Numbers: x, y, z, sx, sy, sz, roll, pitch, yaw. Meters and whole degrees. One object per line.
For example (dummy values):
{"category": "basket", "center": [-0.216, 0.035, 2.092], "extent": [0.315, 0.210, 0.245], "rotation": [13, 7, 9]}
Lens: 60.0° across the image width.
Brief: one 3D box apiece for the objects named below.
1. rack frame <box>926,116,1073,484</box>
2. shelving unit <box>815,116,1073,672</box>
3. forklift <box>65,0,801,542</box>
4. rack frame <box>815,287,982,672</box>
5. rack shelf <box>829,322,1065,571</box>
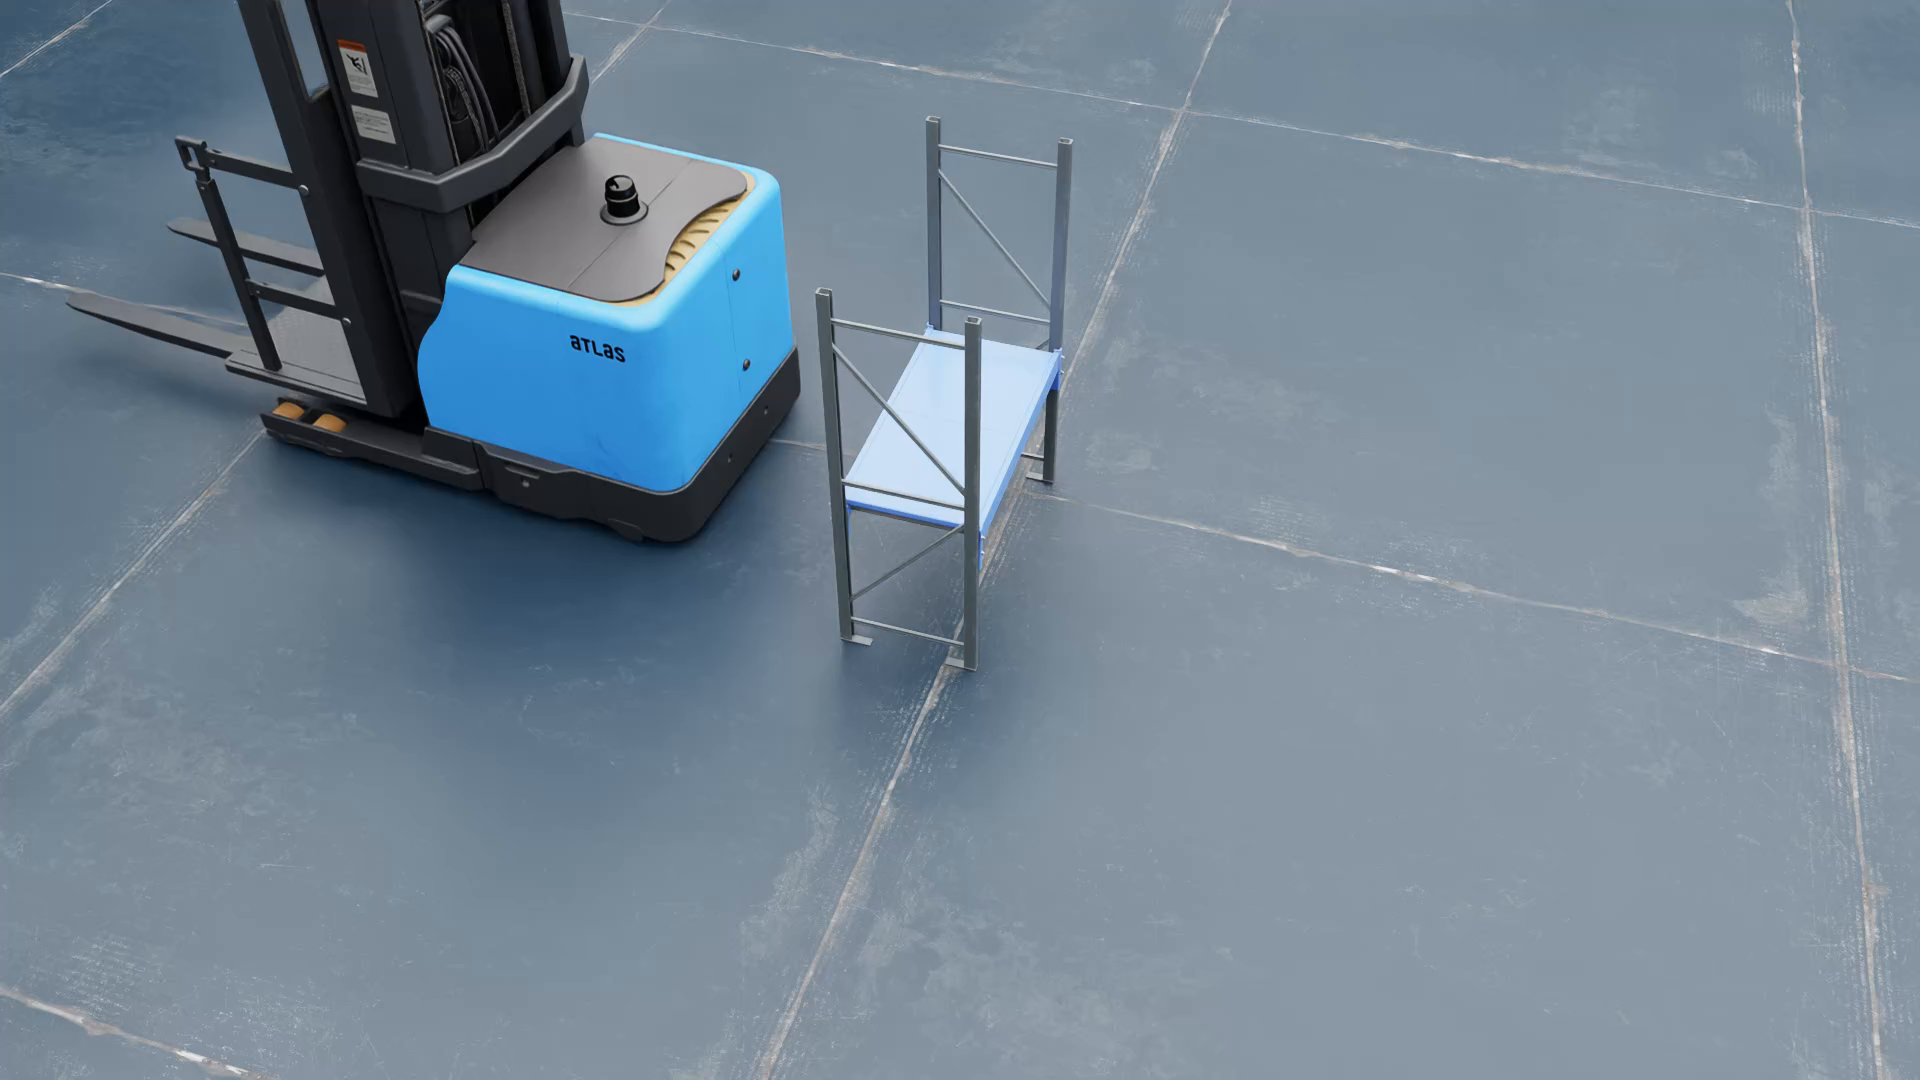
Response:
{"category": "rack frame", "center": [0.128, -0.818, 6.014], "extent": [0.500, 1.500, 0.032], "rotation": [13, 46, 12]}
{"category": "shelving unit", "center": [-0.026, -0.479, 5.667], "extent": [0.538, 1.500, 1.048], "rotation": [13, 46, 12]}
{"category": "forklift", "center": [-2.215, -1.704, 5.895], "extent": [3.031, 2.935, 1.130], "rotation": [16, 47, 16]}
{"category": "rack frame", "center": [-0.180, -0.140, 5.321], "extent": [0.500, 1.500, 0.032], "rotation": [13, 46, 12]}
{"category": "rack shelf", "center": [-0.026, -0.351, 5.793], "extent": [0.538, 0.185, 1.000], "rotation": [13, 46, 12]}
